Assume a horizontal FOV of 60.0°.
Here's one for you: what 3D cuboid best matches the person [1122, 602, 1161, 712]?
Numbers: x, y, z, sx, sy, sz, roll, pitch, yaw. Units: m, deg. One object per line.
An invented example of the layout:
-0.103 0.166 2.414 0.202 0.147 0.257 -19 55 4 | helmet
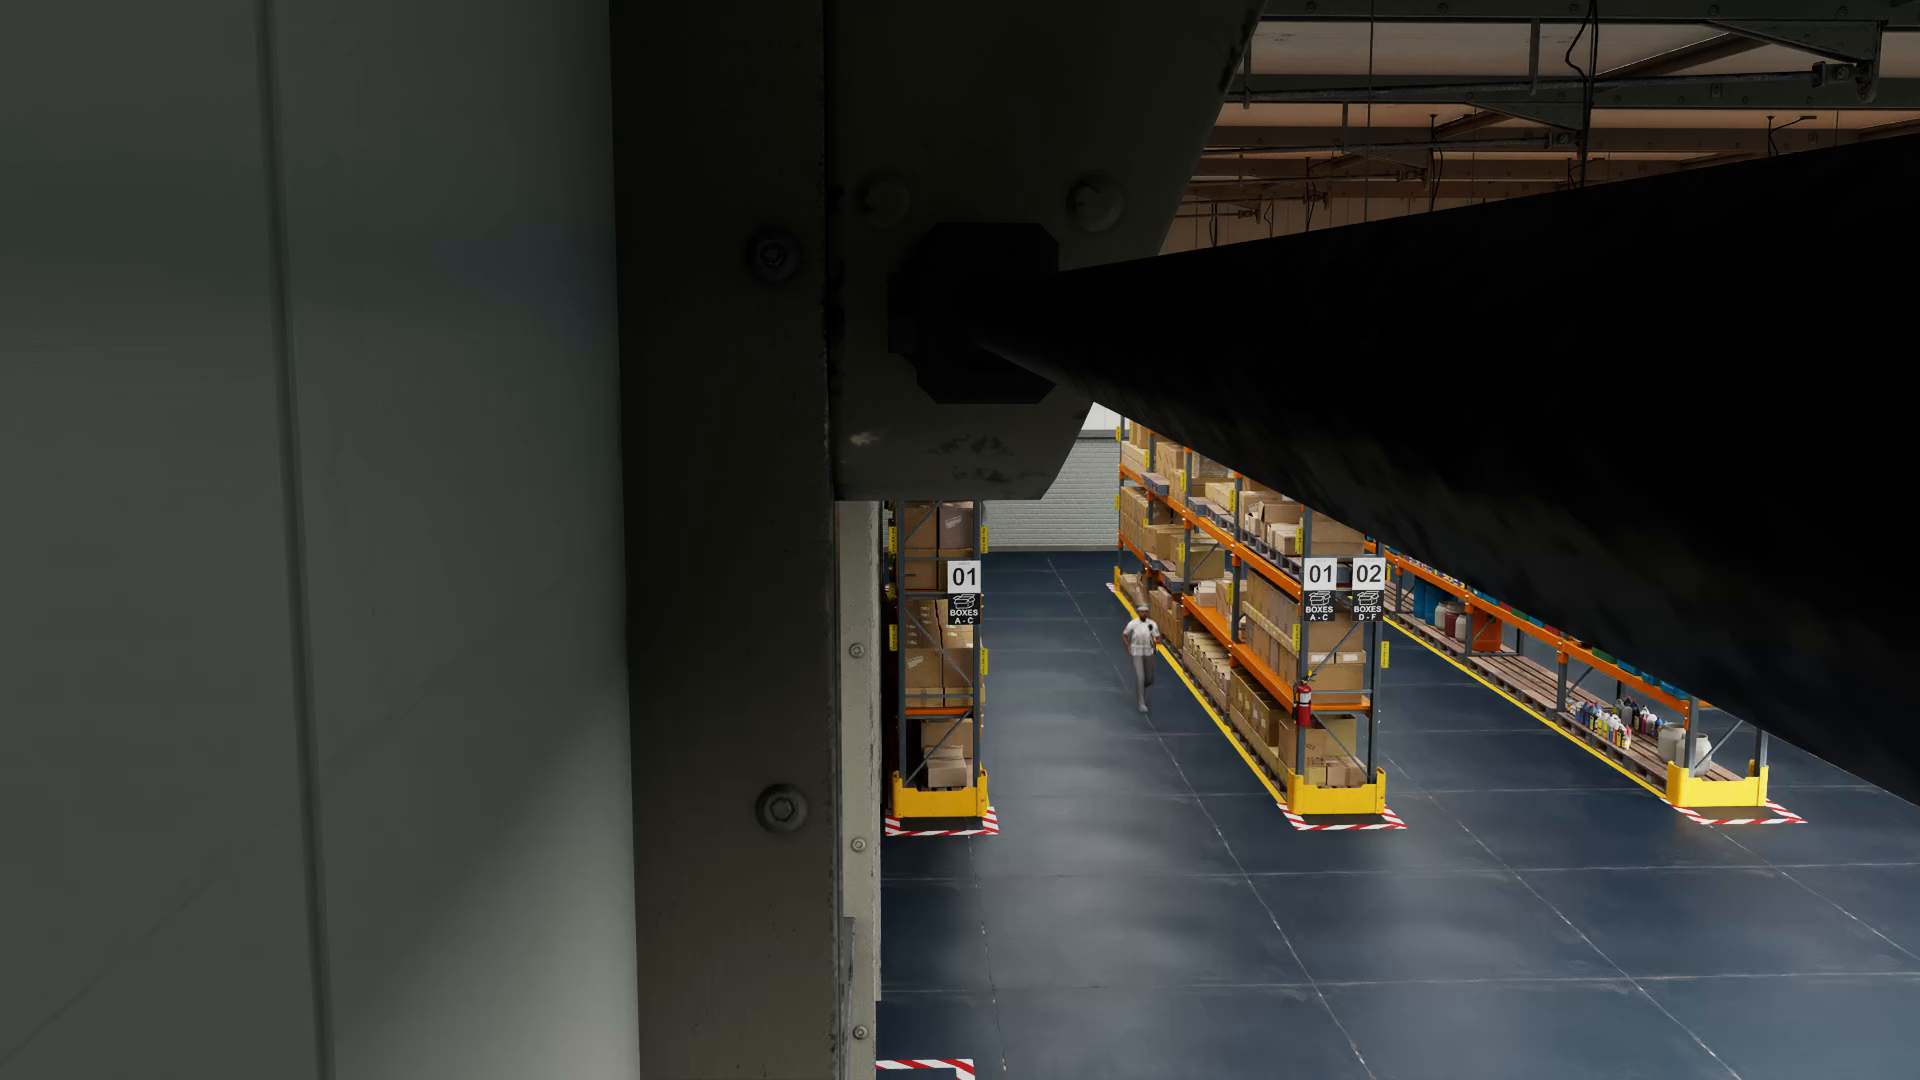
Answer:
2.832 1.785 25.895 0.588 1.669 0.815 -1 8 -5 | person
